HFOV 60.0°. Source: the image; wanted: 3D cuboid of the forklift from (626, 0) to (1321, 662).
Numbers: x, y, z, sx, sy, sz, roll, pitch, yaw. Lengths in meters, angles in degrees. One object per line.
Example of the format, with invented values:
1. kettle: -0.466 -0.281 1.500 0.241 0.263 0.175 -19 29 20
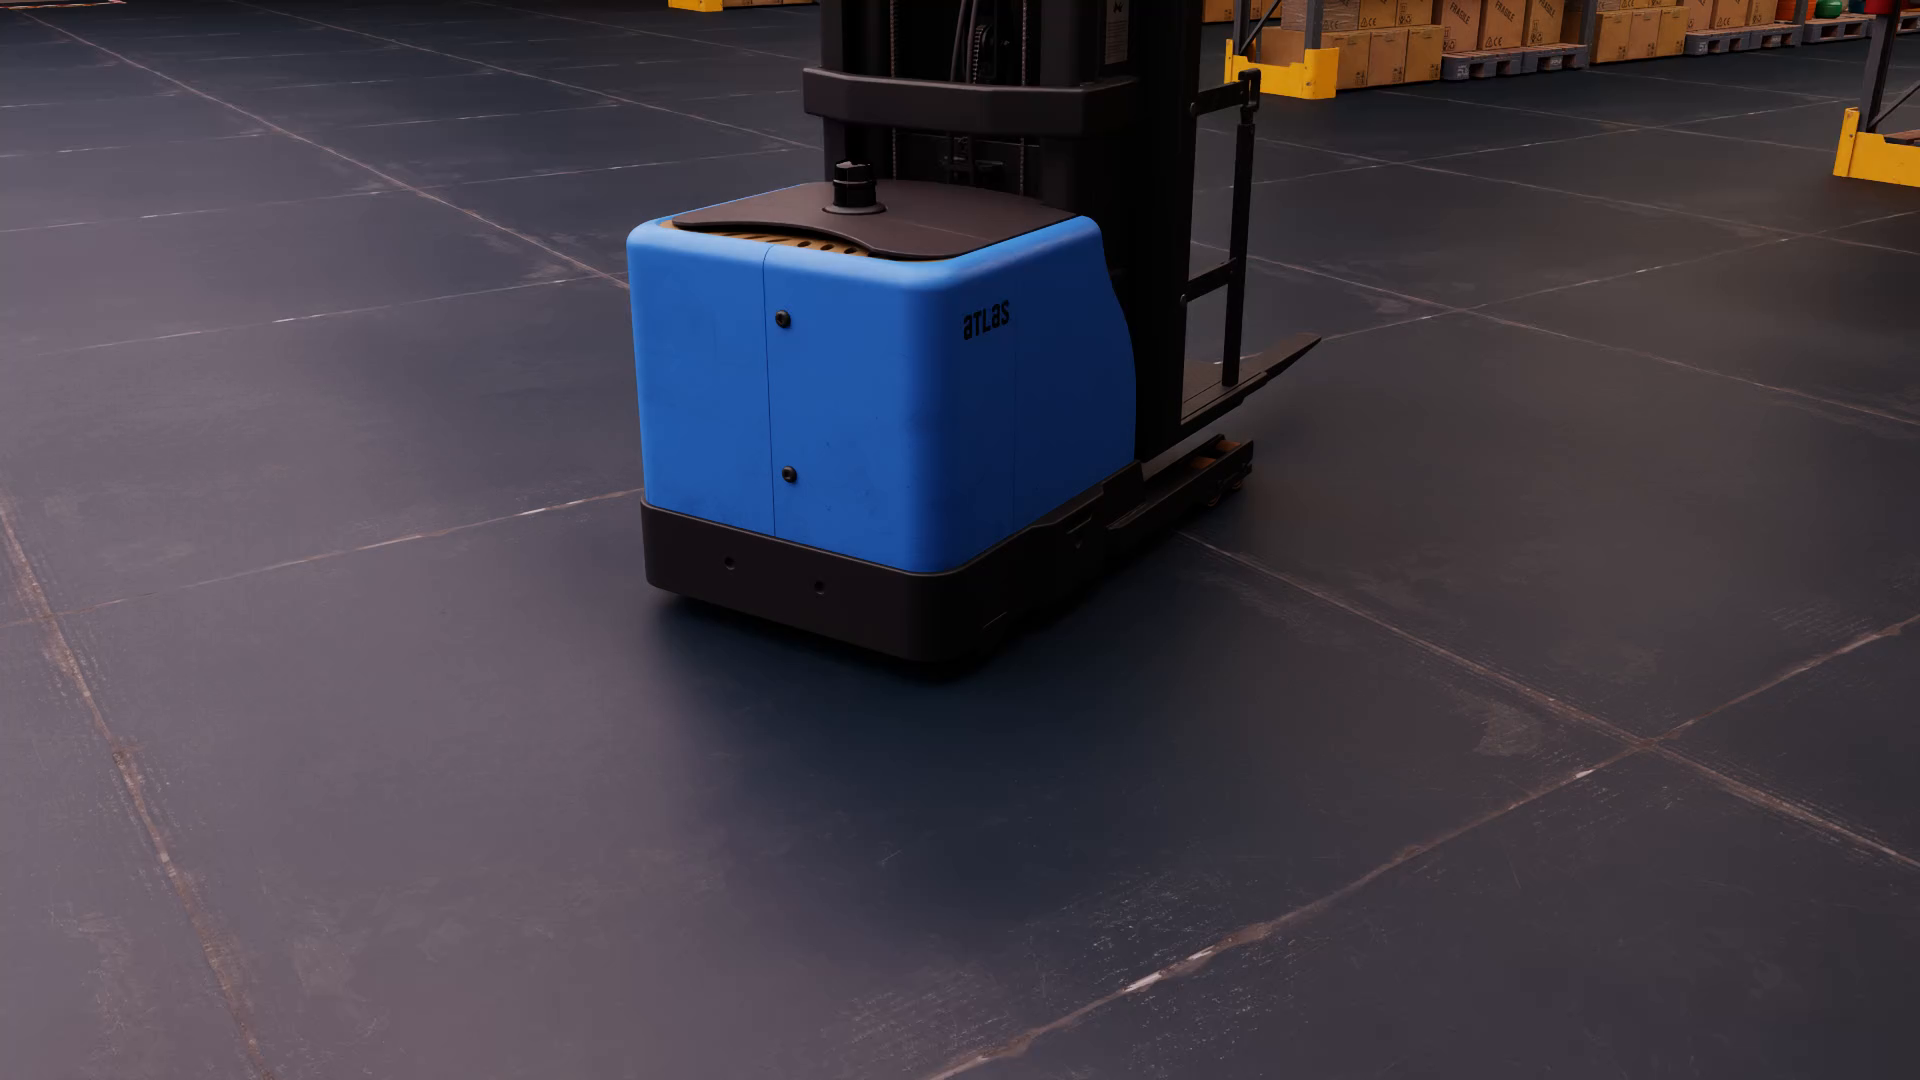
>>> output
1. forklift: 0.329 -1.551 5.087 1.130 2.935 3.031 14 26 30
